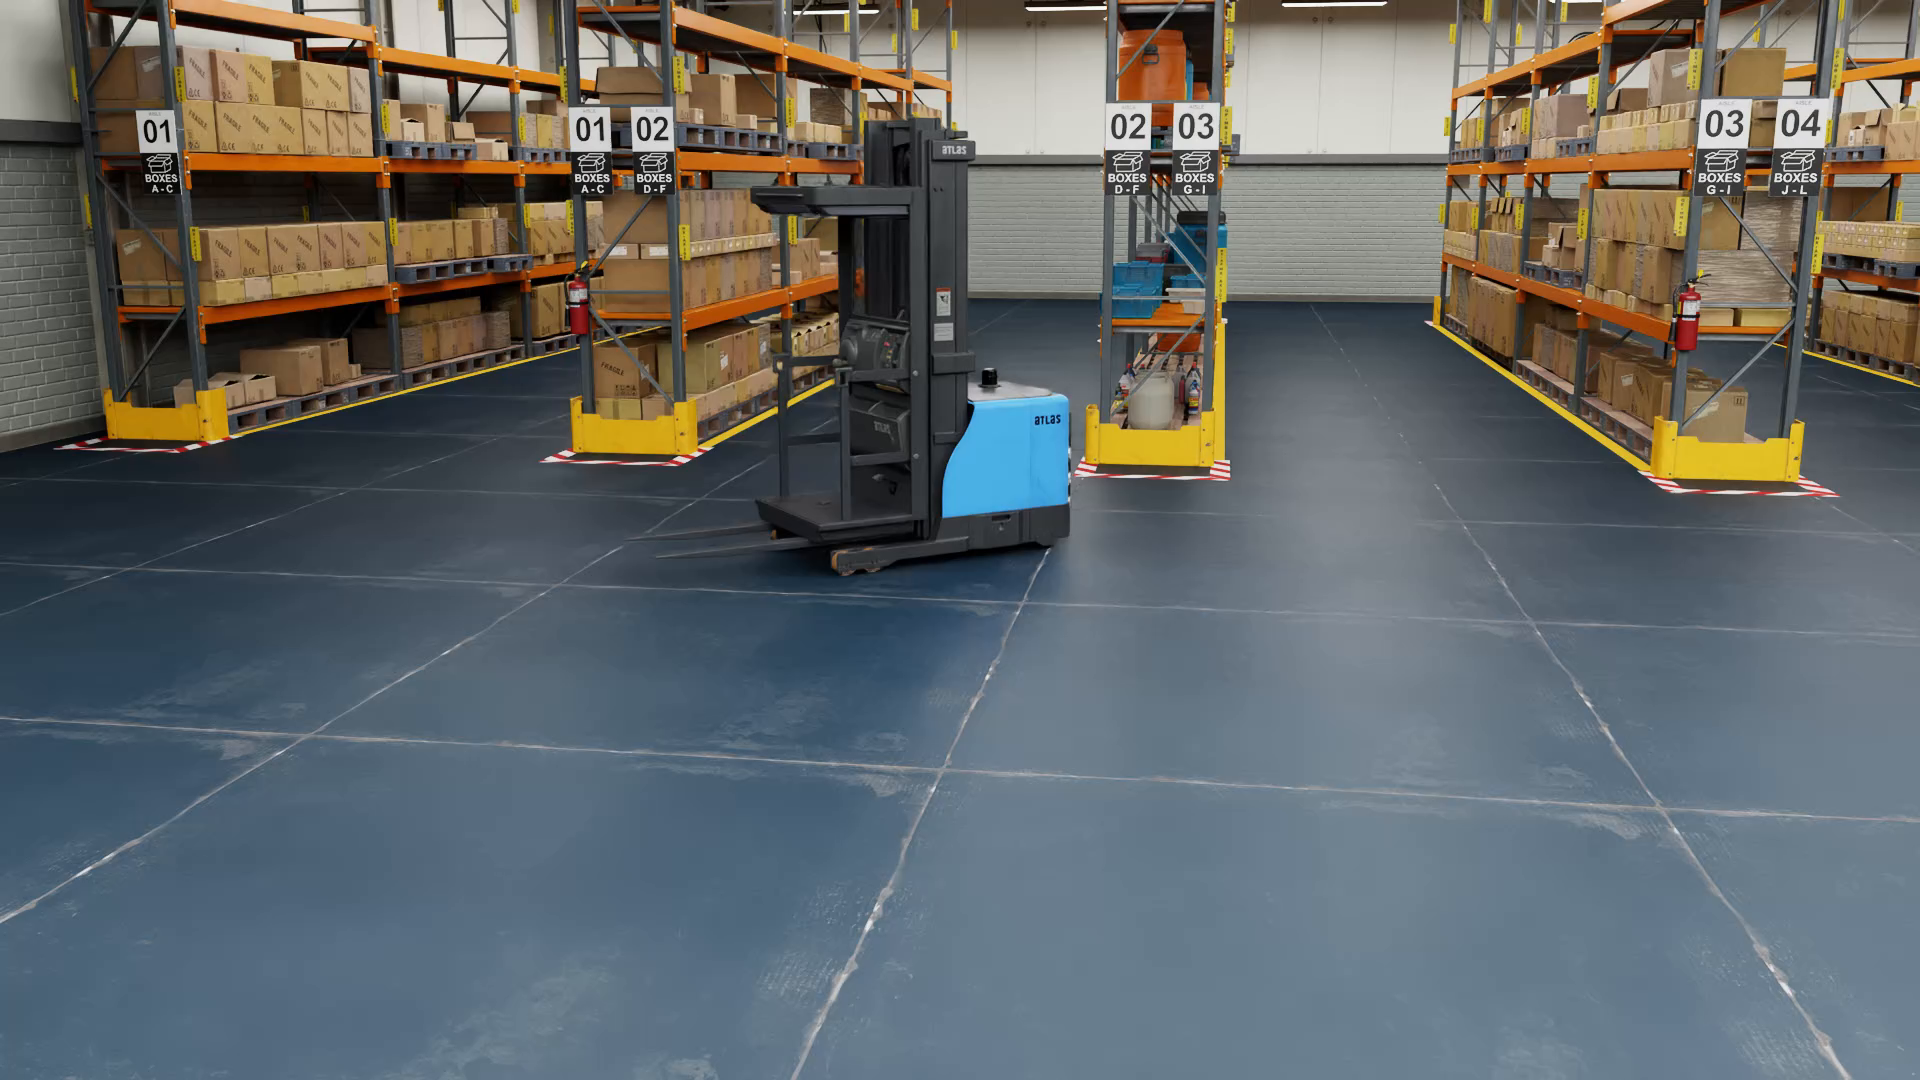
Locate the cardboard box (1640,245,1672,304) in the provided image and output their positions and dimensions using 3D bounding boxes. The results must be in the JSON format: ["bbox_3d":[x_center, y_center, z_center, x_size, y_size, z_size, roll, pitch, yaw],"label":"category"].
[{"bbox_3d":[6.746,-2.422,15.168,0.875,0.500,0.500,2,12,9],"label":"cardboard box"}]

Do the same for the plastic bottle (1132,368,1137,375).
[{"bbox_3d":[1.892,-1.763,18.473,0.152,0.276,0.135,2,12,11],"label":"plastic bottle"}]

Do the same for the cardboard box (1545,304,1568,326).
[{"bbox_3d":[7.833,-2.891,21.396,0.500,0.250,0.500,2,12,11],"label":"cardboard box"}]

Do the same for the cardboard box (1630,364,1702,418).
[{"bbox_3d":[7.091,-1.489,16.719,0.500,0.500,0.500,1,12,4],"label":"cardboard box"}]

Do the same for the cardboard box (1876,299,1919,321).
[{"bbox_3d":[12.704,-3.096,22.396,0.500,0.250,0.500,2,12,9],"label":"cardboard box"}]

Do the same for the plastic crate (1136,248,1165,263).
[{"bbox_3d":[2.169,-3.141,19.298,0.402,0.464,0.583,2,12,9],"label":"plastic crate"}]

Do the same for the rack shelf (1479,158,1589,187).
[{"bbox_3d":[8.213,-5.202,23.601,1.077,0.370,4.000,2,12,9],"label":"rack shelf"}]

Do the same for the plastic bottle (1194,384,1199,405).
[{"bbox_3d":[2.421,-1.468,17.087,0.061,0.283,0.133,2,12,10],"label":"plastic bottle"}]

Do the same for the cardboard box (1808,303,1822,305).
[{"bbox_3d":[13.352,-3.665,26.239,0.380,0.149,0.250,2,12,11],"label":"cardboard box"}]

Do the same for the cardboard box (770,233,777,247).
[{"bbox_3d":[-2.327,-3.463,19.165,0.380,0.149,0.250,2,12,9],"label":"cardboard box"}]

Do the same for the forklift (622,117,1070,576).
[{"bbox_3d":[-0.760,-1.325,11.186,3.031,2.935,1.130,-7,14,-29],"label":"forklift"}]

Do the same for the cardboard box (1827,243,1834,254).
[{"bbox_3d":[12.812,-4.228,24.091,0.380,0.149,0.250,2,12,9],"label":"cardboard box"}]

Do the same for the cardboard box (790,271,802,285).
[{"bbox_3d":[-2.159,-3.216,20.390,0.380,0.149,0.250,2,12,9],"label":"cardboard box"}]

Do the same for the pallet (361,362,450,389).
[{"bbox_3d":[-7.274,-2.119,21.326,1.003,0.211,1.213,2,12,9],"label":"pallet"}]

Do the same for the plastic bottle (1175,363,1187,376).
[{"bbox_3d":[2.440,-1.781,18.380,0.144,0.351,0.185,2,12,9],"label":"plastic bottle"}]

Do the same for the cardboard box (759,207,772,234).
[{"bbox_3d":[-2.559,-3.751,18.962,0.700,0.500,0.500,2,12,9],"label":"cardboard box"}]

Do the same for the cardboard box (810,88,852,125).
[{"bbox_3d":[-1.809,-6.088,23.391,0.500,0.500,0.500,2,12,9],"label":"cardboard box"}]

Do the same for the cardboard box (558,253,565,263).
[{"bbox_3d":[-6.327,-4.370,25.698,0.380,0.149,0.250,2,12,10],"label":"cardboard box"}]

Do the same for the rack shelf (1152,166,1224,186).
[{"bbox_3d":[3.319,-5.363,24.346,1.077,0.370,4.000,2,12,9],"label":"rack shelf"}]

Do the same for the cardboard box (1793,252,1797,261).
[{"bbox_3d":[13.327,-4.488,26.294,0.380,0.149,0.250,1,12,6],"label":"cardboard box"}]

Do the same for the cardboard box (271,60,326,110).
[{"bbox_3d":[-7.345,-4.997,18.284,0.500,0.500,0.500,1,12,7],"label":"cardboard box"}]

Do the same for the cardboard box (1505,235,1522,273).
[{"bbox_3d":[7.819,-3.935,22.894,0.500,0.500,0.500,2,12,8],"label":"cardboard box"}]

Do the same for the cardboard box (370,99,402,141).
[{"bbox_3d":[-7.229,-5.152,20.425,0.500,0.500,0.500,4,13,17],"label":"cardboard box"}]

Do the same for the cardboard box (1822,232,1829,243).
[{"bbox_3d":[12.854,-4.429,24.319,0.380,0.149,0.250,2,12,8],"label":"cardboard box"}]

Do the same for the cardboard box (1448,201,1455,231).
[{"bbox_3d":[8.719,-5.580,28.636,0.500,0.500,0.500,2,12,7],"label":"cardboard box"}]

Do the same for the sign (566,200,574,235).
[{"bbox_3d":[-3.646,-3.030,15.623,0.100,0.325,0.005,2,12,9],"label":"sign"}]

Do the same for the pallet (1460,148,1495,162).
[{"bbox_3d":[8.847,-6.350,27.430,1.003,0.211,1.213,2,12,9],"label":"pallet"}]

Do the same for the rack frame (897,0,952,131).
[{"bbox_3d":[-0.652,-8.591,30.498,1.000,3.000,0.127,2,12,9],"label":"rack frame"}]

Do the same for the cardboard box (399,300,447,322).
[{"bbox_3d":[-7.155,-3.034,22.060,0.500,0.250,0.500,2,12,7],"label":"cardboard box"}]

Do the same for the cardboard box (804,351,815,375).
[{"bbox_3d":[-2.110,-2.204,20.630,0.500,0.250,0.500,2,12,10],"label":"cardboard box"}]

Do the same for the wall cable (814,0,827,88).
[{"bbox_3d":[-1.651,-10.780,36.037,3.097,2.526,0.112,2,12,9],"label":"wall cable"}]

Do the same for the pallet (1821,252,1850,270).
[{"bbox_3d":[13.145,-4.074,24.234,1.003,0.211,1.213,2,12,9],"label":"pallet"}]

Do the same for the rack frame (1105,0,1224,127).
[{"bbox_3d":[1.781,-5.099,14.295,1.000,3.000,0.127,2,12,9],"label":"rack frame"}]

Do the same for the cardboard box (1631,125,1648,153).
[{"bbox_3d":[6.732,-3.823,15.849,0.500,0.250,0.500,2,12,8],"label":"cardboard box"}]

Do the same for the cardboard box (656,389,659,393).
[{"bbox_3d":[-3.257,-1.415,16.968,0.500,0.250,0.500,2,12,9],"label":"cardboard box"}]

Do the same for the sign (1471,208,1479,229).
[{"bbox_3d":[7.972,-4.984,25.756,0.100,0.325,0.005,2,12,9],"label":"sign"}]

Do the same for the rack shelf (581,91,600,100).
[{"bbox_3d":[-5.855,-7.787,29.425,1.077,0.370,4.000,2,12,9],"label":"rack shelf"}]

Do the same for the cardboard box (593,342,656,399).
[{"bbox_3d":[-3.324,-1.677,16.404,0.500,0.500,0.500,2,12,9],"label":"cardboard box"}]

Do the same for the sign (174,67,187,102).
[{"bbox_3d":[-7.472,-4.364,15.927,0.100,0.325,0.005,2,12,9],"label":"sign"}]

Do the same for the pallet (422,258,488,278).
[{"bbox_3d":[-7.041,-3.646,22.246,1.003,0.211,1.213,2,12,9],"label":"pallet"}]

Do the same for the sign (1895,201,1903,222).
[{"bbox_3d":[13.955,-4.871,24.728,0.100,0.325,0.005,2,12,9],"label":"sign"}]

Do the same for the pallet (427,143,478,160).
[{"bbox_3d":[-7.036,-5.036,21.566,1.213,0.211,1.003,2,12,9],"label":"pallet"}]

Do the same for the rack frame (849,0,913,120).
[{"bbox_3d":[-1.267,-7.759,26.634,1.000,3.000,0.127,2,12,9],"label":"rack frame"}]

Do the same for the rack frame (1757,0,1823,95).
[{"bbox_3d":[14.022,-8.088,28.162,1.000,3.000,0.127,2,12,9],"label":"rack frame"}]

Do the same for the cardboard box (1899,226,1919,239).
[{"bbox_3d":[12.414,-3.980,21.528,0.380,0.149,0.250,1,12,6],"label":"cardboard box"}]

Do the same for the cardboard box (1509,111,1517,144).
[{"bbox_3d":[8.199,-5.820,23.515,0.797,0.503,0.637,2,12,8],"label":"cardboard box"}]

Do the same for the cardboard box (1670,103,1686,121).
[{"bbox_3d":[6.500,-3.773,14.670,0.380,0.149,0.250,1,12,6],"label":"cardboard box"}]

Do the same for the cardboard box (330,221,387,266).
[{"bbox_3d":[-7.160,-3.515,19.712,0.500,0.500,0.500,2,12,9],"label":"cardboard box"}]

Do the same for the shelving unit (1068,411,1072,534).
[{"bbox_3d":[0.658,-0.499,12.171,0.210,0.900,0.258,-7,14,-29],"label":"shelving unit"}]

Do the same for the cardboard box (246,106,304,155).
[{"bbox_3d":[-7.454,-4.405,17.909,0.500,0.500,0.500,3,12,12],"label":"cardboard box"}]

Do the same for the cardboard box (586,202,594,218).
[{"bbox_3d":[-6.148,-5.238,26.410,0.500,0.250,0.500,2,12,10],"label":"cardboard box"}]

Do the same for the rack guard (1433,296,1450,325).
[{"bbox_3d":[9.140,-4.120,29.924,1.175,0.500,0.348,2,12,9],"label":"rack guard"}]

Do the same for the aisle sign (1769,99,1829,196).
[{"bbox_3d":[6.962,-3.254,13.803,0.394,0.787,0.004,2,12,9],"label":"aisle sign"}]

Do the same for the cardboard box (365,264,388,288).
[{"bbox_3d":[-7.166,-3.148,19.791,0.500,0.250,0.500,2,12,9],"label":"cardboard box"}]

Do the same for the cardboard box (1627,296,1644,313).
[{"bbox_3d":[6.642,-2.265,15.980,0.380,0.149,0.250,2,12,9],"label":"cardboard box"}]

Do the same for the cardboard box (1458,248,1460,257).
[{"bbox_3d":[8.482,-4.776,27.631,0.380,0.149,0.250,2,12,10],"label":"cardboard box"}]
